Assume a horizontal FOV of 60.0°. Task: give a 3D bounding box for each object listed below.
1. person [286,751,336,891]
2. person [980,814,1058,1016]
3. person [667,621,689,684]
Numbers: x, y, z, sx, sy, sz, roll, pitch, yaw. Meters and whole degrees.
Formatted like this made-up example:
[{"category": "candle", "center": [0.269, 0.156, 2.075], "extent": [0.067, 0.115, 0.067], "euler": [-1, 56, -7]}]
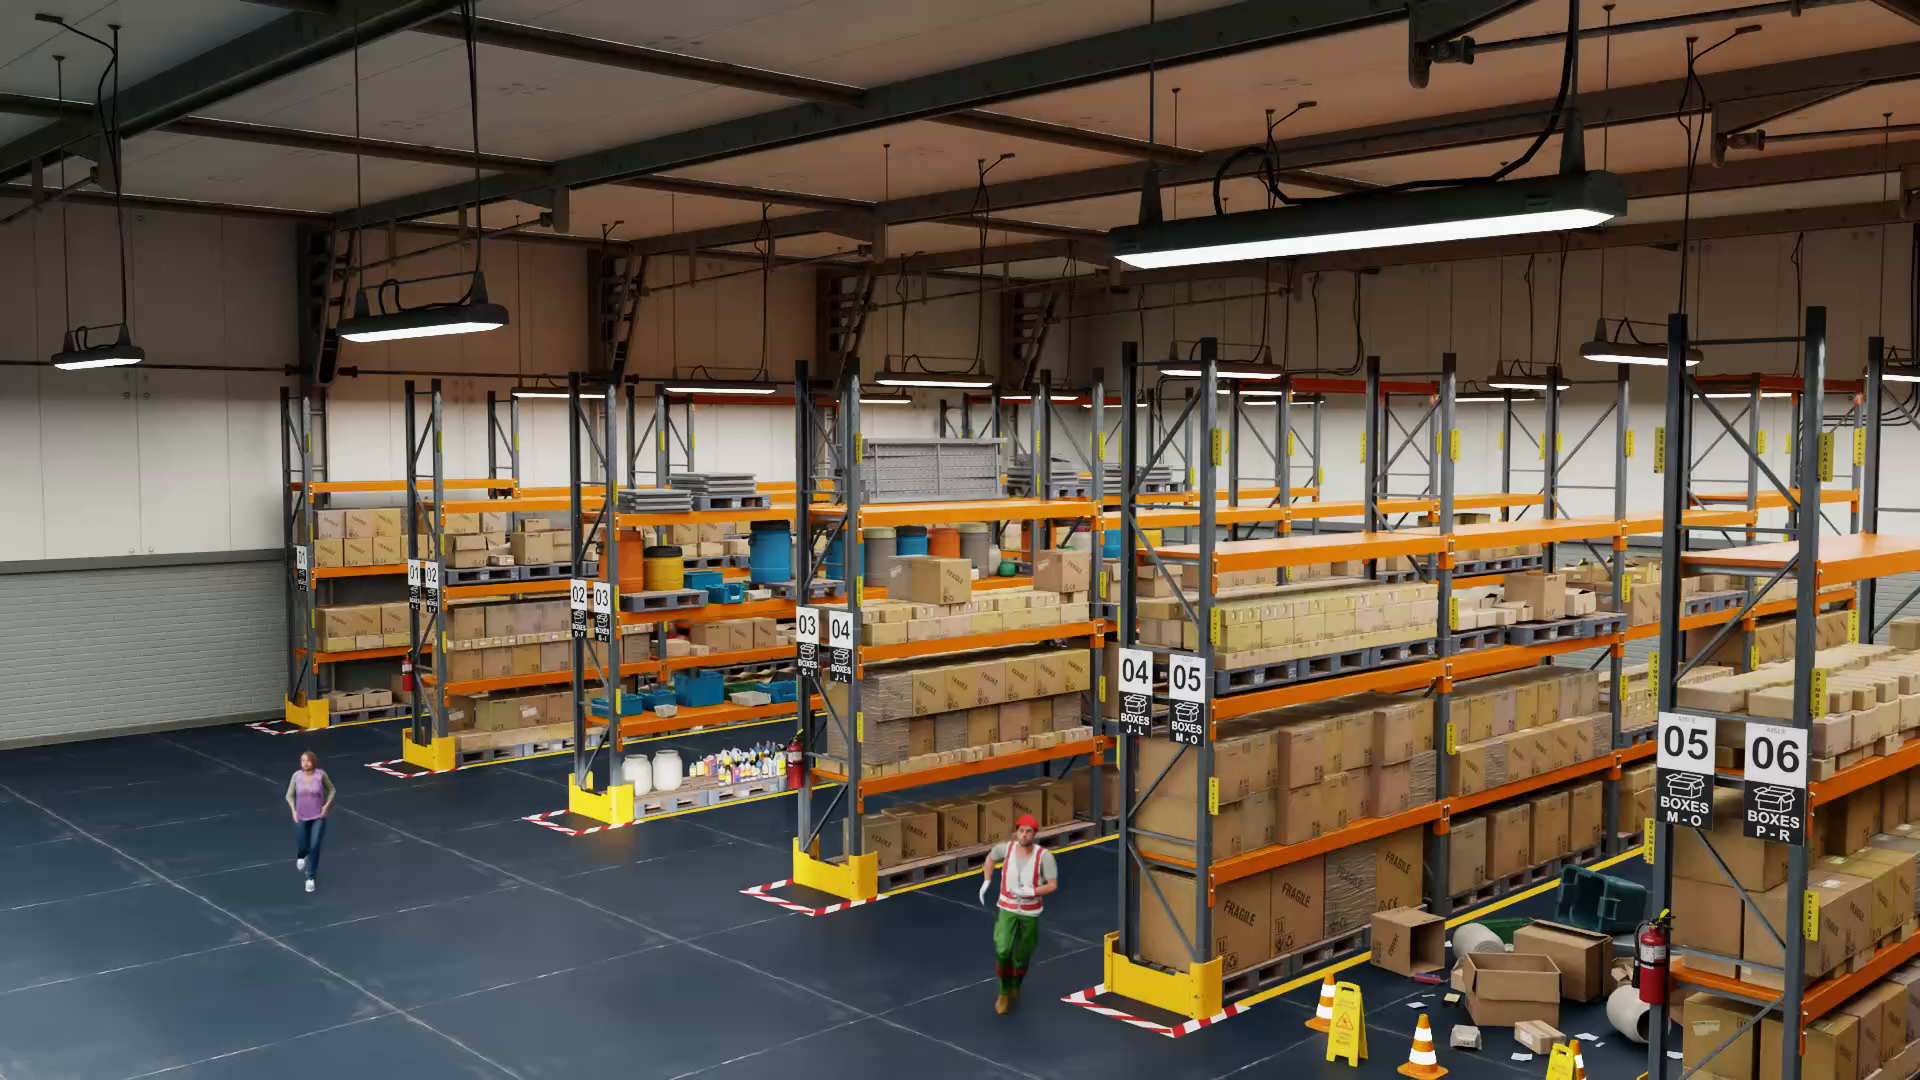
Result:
[{"category": "person", "center": [-7.415, 3.180, 19.029], "extent": [0.537, 1.577, 0.598], "euler": [-1, 4, -17]}, {"category": "person", "center": [0.525, 3.333, 14.879], "extent": [0.704, 1.773, 0.689], "euler": [0, 4, 3]}, {"category": "person", "center": [-5.355, 2.363, 30.644], "extent": [0.645, 1.733, 0.651], "euler": [3, 5, 41]}]
